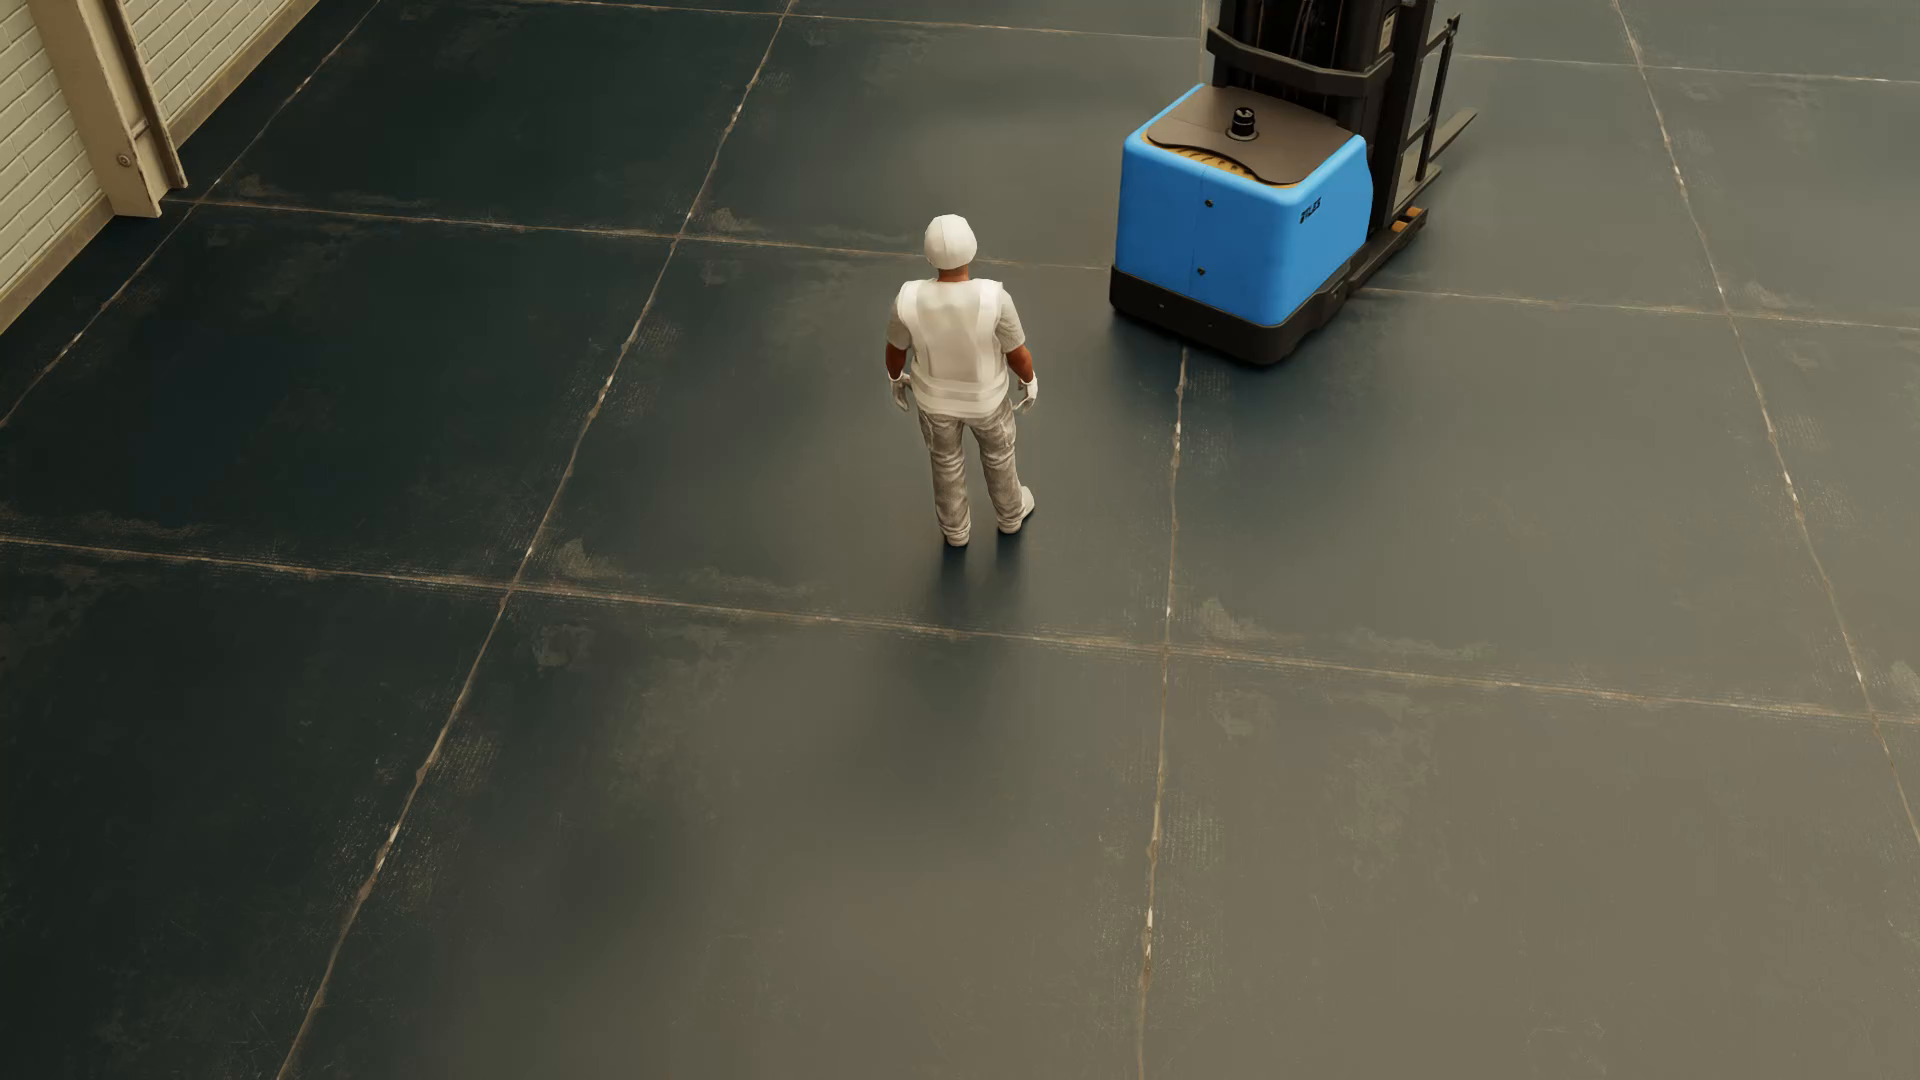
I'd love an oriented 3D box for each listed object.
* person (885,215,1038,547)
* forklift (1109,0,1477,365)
[{"bbox_3d":[0.018,-0.710,7.335,0.657,1.785,0.575,5,43,6],"label":"person"},{"bbox_3d":[2.110,-2.958,8.944,1.130,2.935,3.031,27,49,26],"label":"forklift"}]
